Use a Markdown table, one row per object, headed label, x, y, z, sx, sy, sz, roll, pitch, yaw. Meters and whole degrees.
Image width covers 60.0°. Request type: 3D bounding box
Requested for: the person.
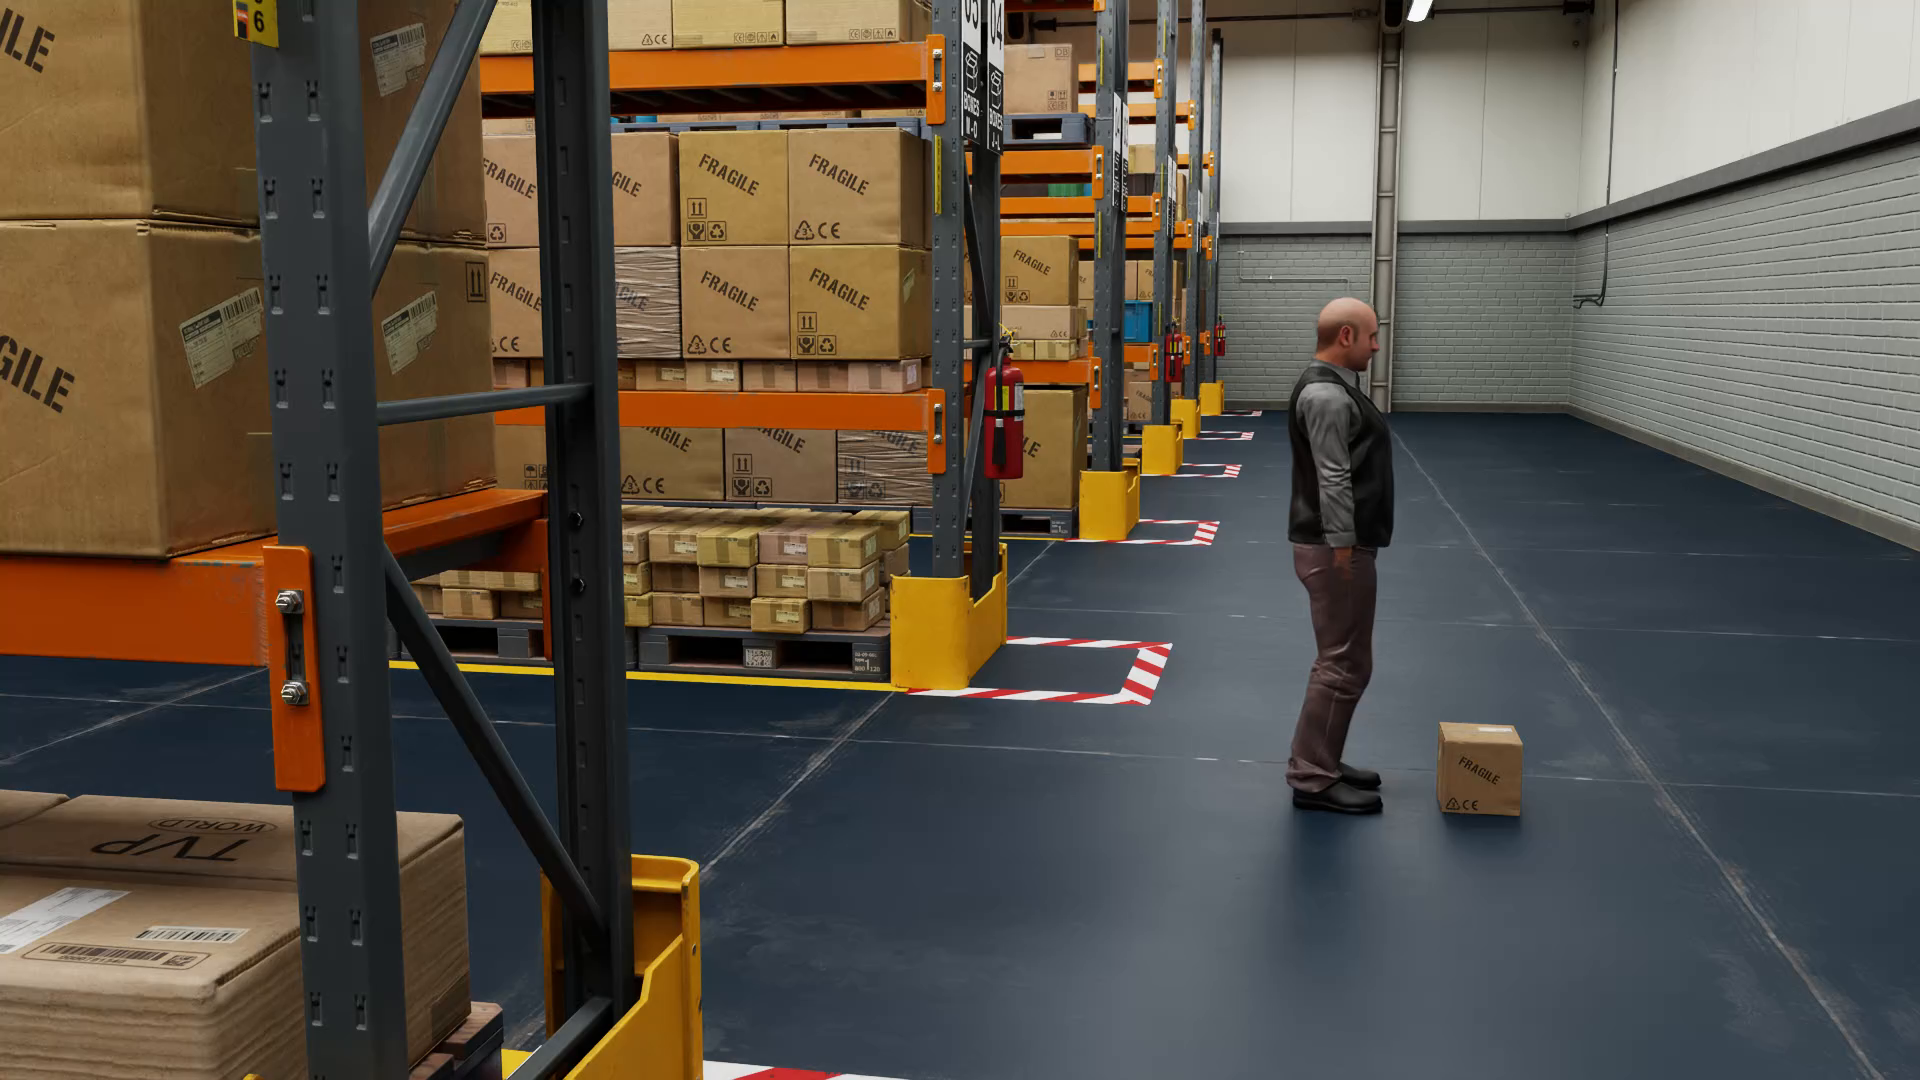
| label | x | y | z | sx | sy | sz | roll | pitch | yaw |
| --- | --- | --- | --- | --- | --- | --- | --- | --- | --- |
| person | 1.291 | 0.038 | 5.670 | 0.357 | 1.714 | 0.534 | 2 | 8 | 12 |
